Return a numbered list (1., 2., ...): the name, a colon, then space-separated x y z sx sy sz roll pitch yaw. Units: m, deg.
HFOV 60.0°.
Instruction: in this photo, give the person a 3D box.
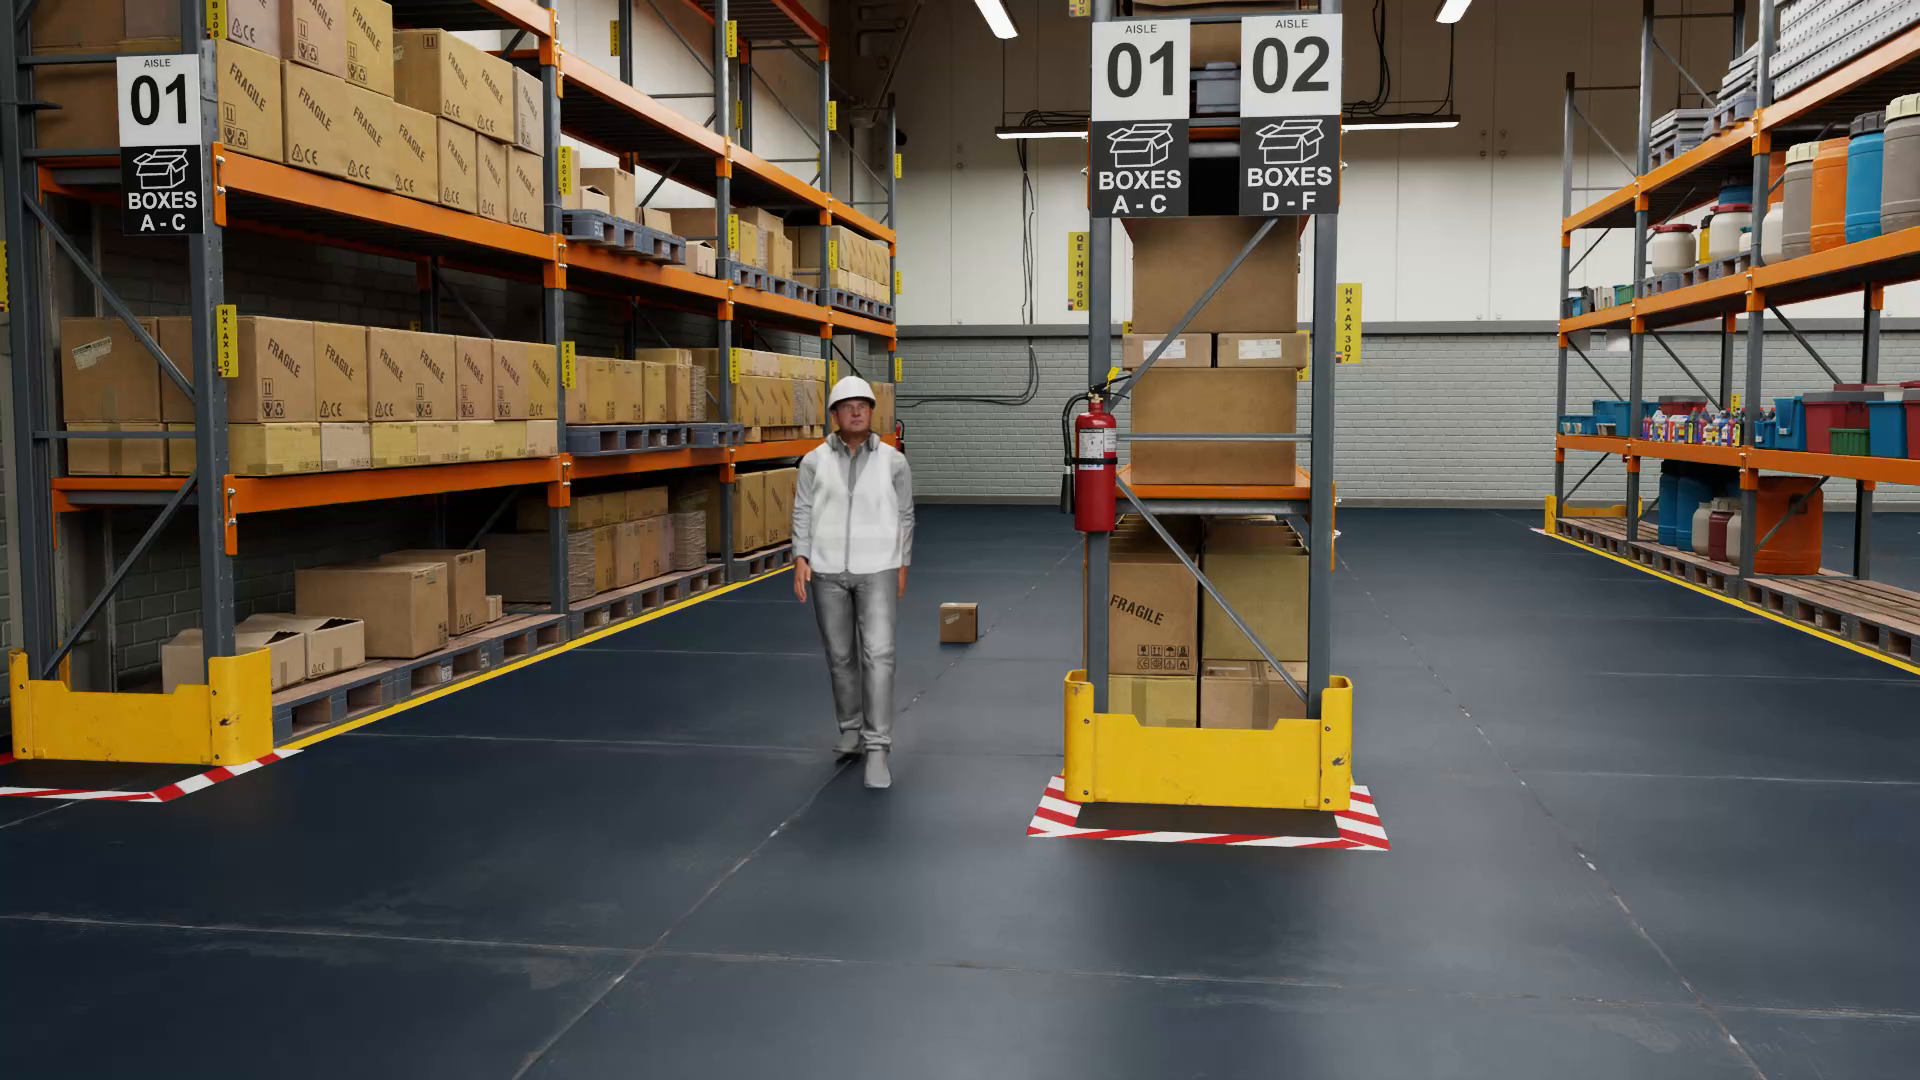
1. person: -0.495 0.159 7.484 0.538 1.793 0.807 0 4 5
